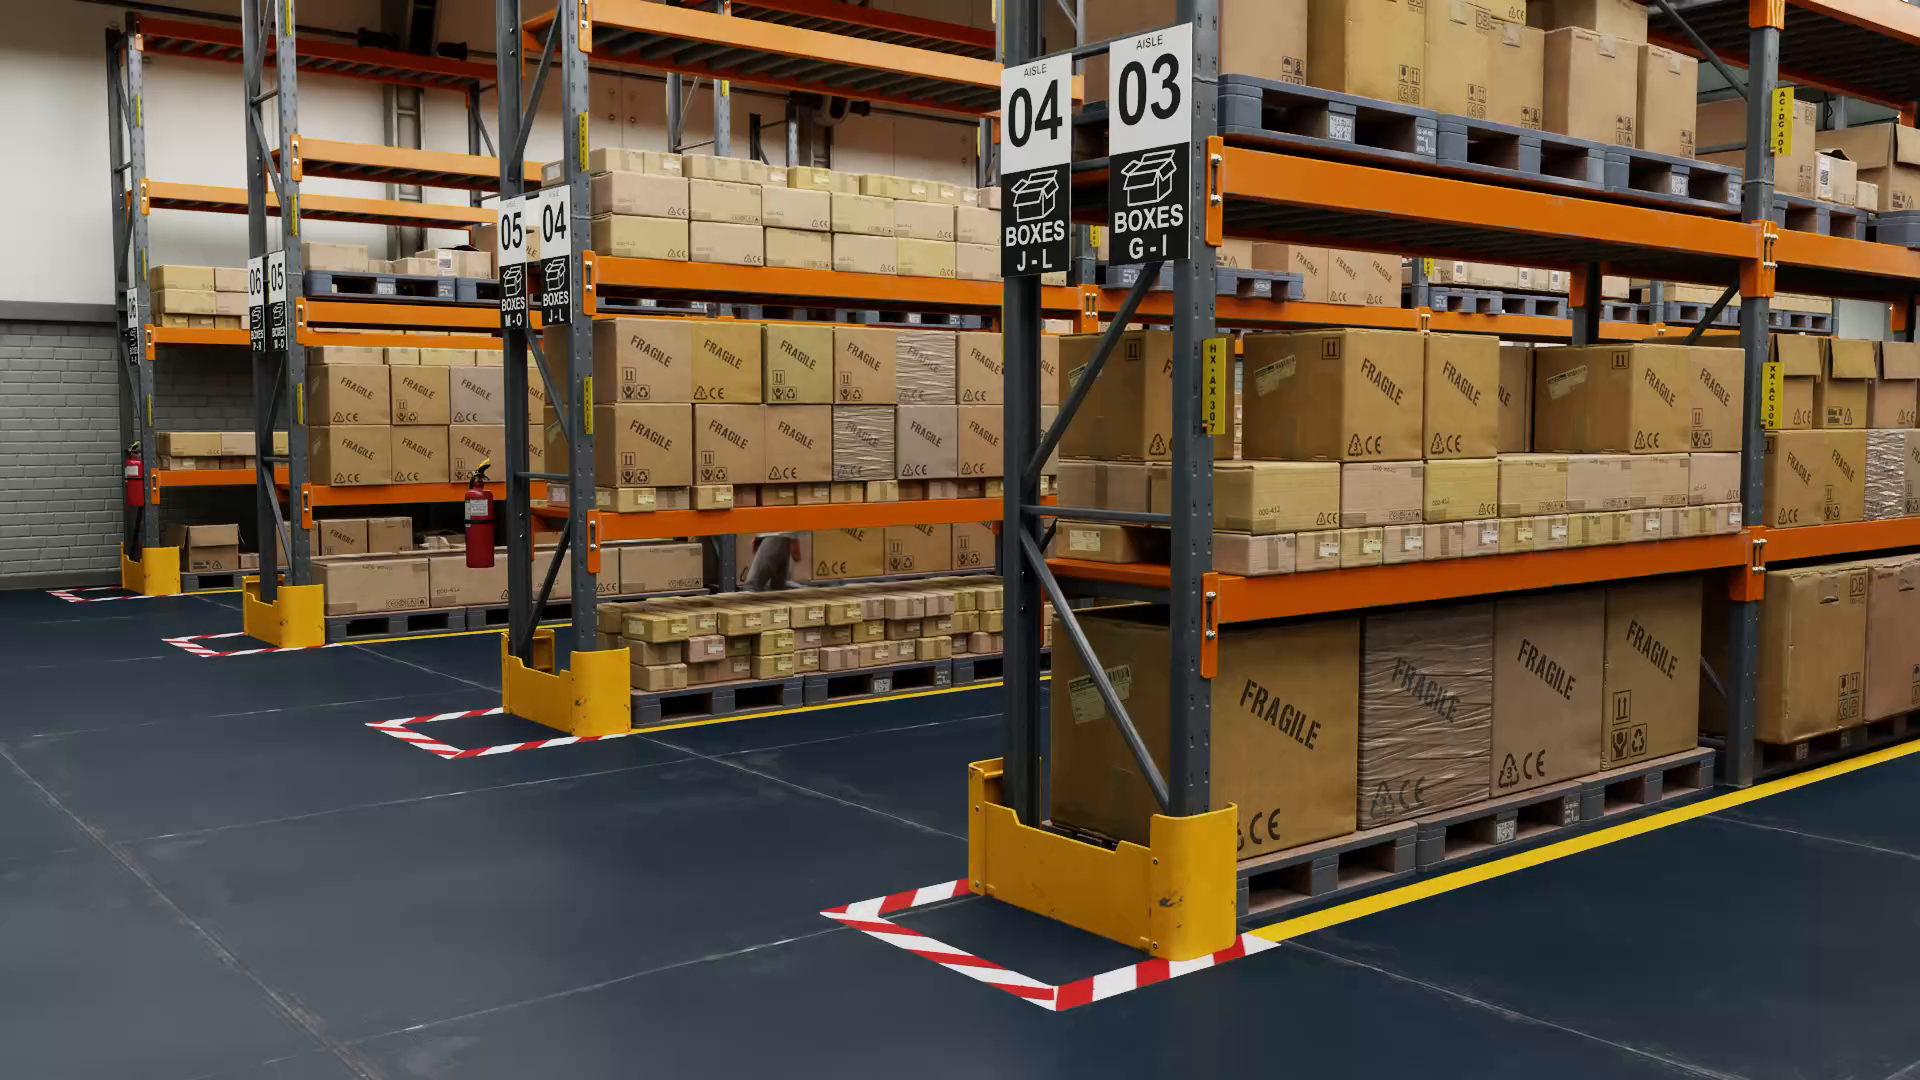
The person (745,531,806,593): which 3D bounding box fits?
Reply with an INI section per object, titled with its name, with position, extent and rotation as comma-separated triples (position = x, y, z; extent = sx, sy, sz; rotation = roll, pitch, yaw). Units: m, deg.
[person]
position = -1.474, -0.033, 13.666
extent = 0.931, 1.735, 0.530
rotation = -1, 4, -17
